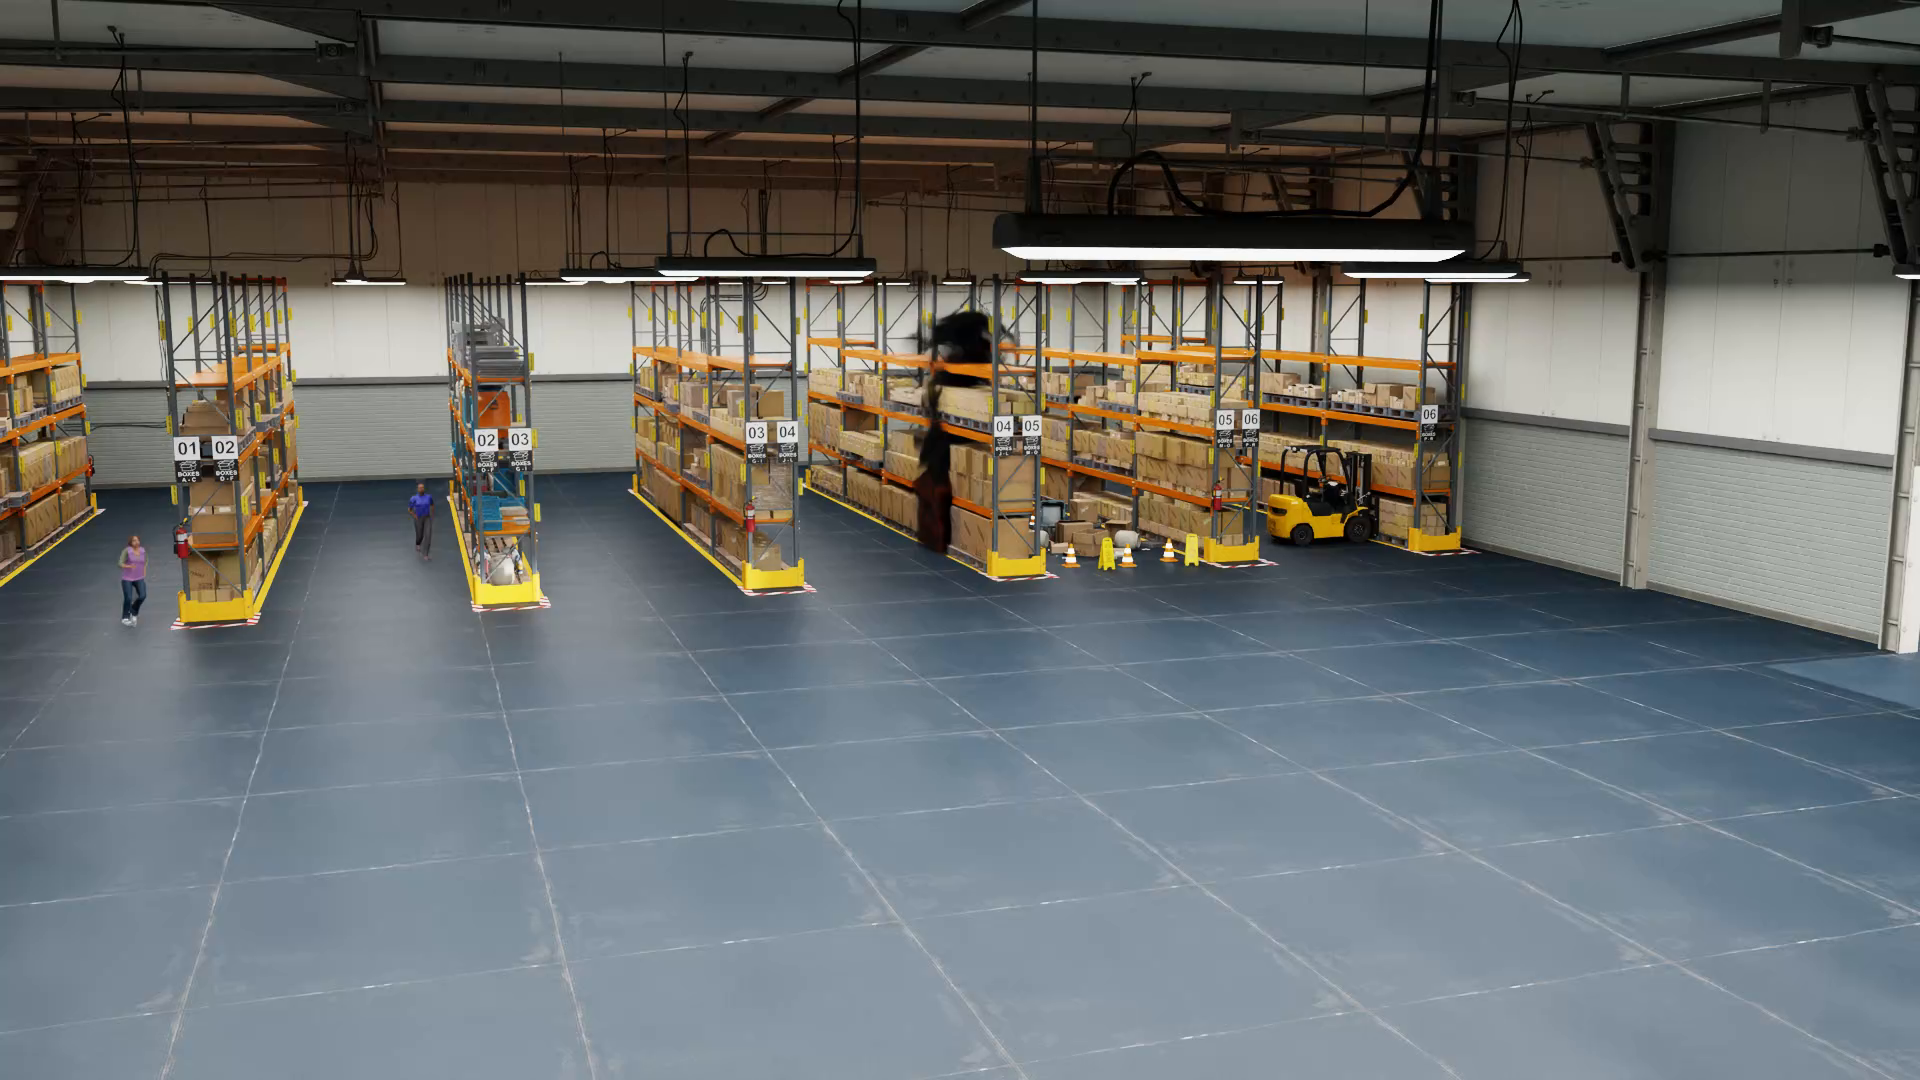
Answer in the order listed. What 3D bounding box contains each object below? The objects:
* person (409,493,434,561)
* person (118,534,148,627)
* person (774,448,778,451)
[{"bbox_3d":[-11.437,-0.299,35.405,0.541,1.434,0.782,-5,10,-28],"label":"person"},{"bbox_3d":[-14.048,0.687,28.347,0.540,1.580,0.634,-8,12,-43],"label":"person"},{"bbox_3d":[-4.786,-2.017,45.692,0.751,1.739,0.661,-3,9,-18],"label":"person"}]
